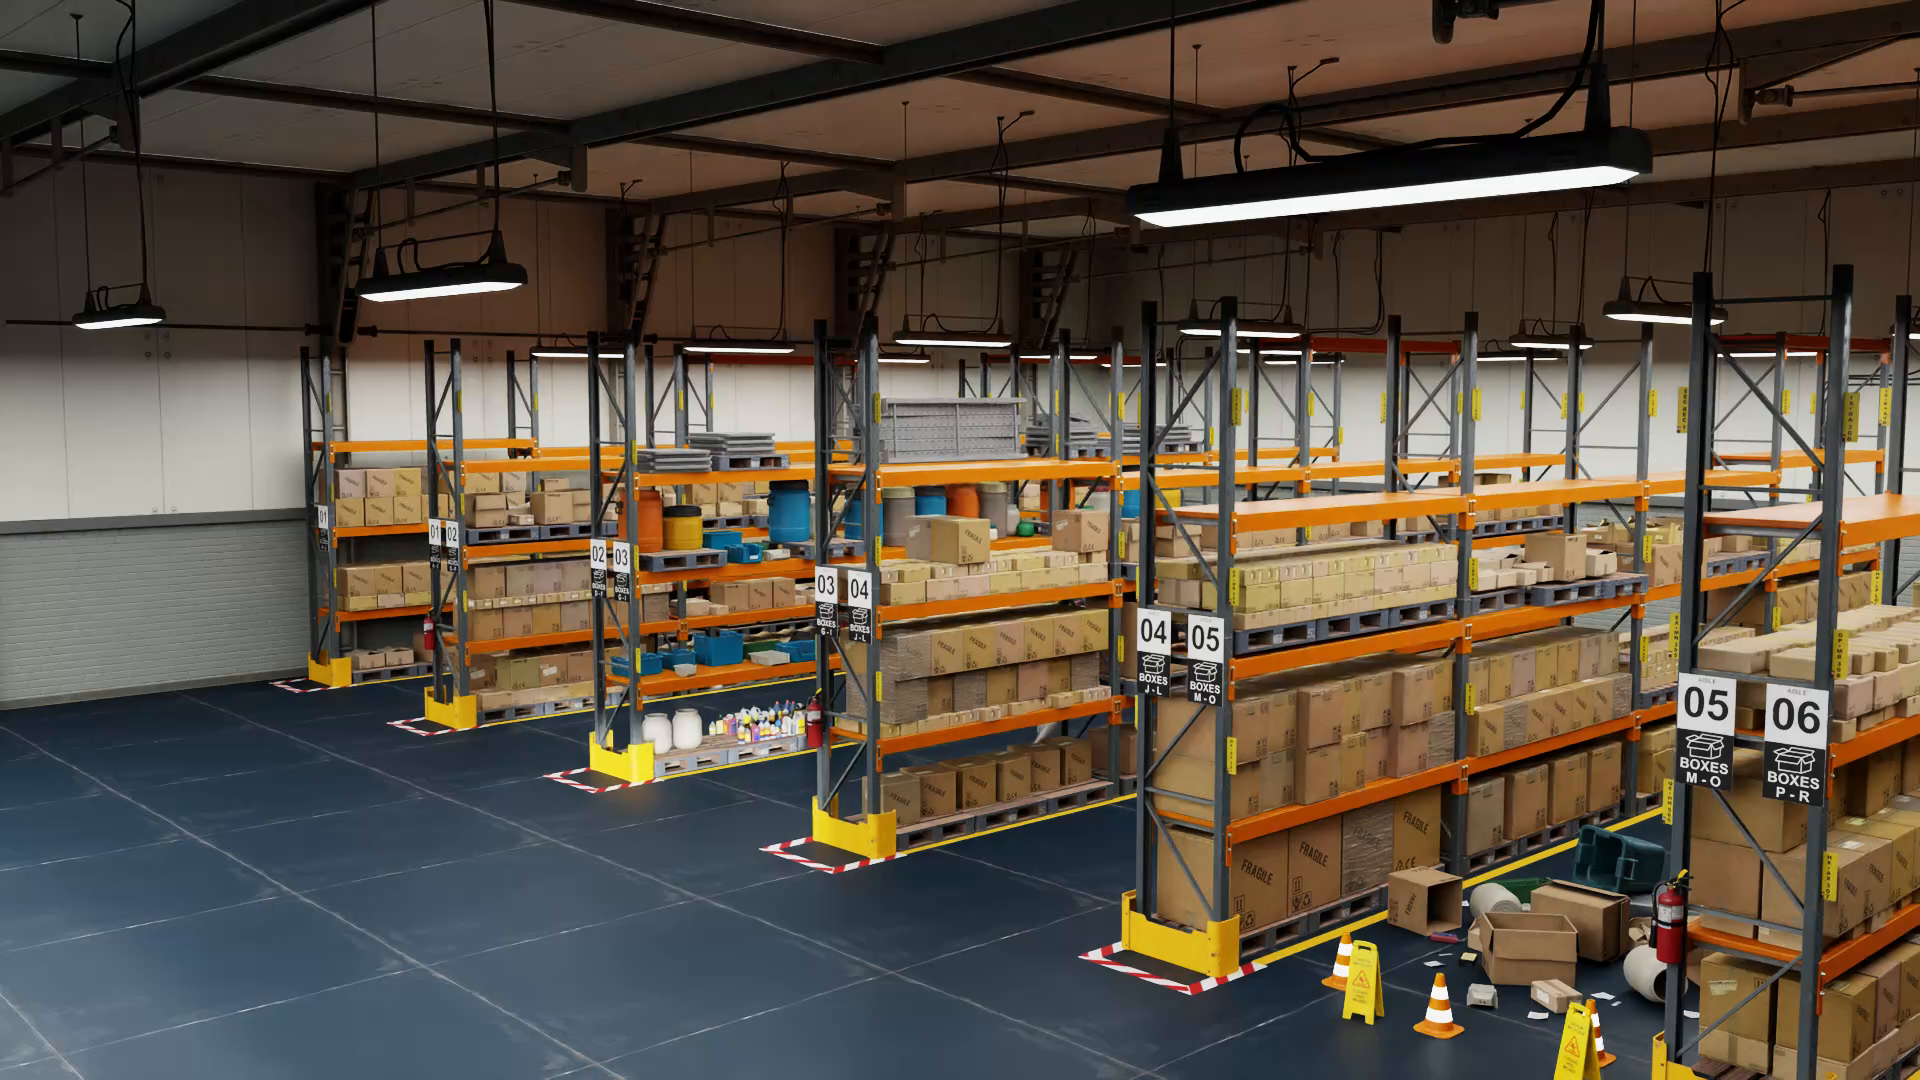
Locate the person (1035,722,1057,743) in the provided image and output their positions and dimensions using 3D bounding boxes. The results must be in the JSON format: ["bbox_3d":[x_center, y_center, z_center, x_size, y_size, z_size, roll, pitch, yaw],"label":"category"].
[{"bbox_3d":[1.219,2.191,23.910,0.565,1.757,0.579,-4,7,-41],"label":"person"}]
